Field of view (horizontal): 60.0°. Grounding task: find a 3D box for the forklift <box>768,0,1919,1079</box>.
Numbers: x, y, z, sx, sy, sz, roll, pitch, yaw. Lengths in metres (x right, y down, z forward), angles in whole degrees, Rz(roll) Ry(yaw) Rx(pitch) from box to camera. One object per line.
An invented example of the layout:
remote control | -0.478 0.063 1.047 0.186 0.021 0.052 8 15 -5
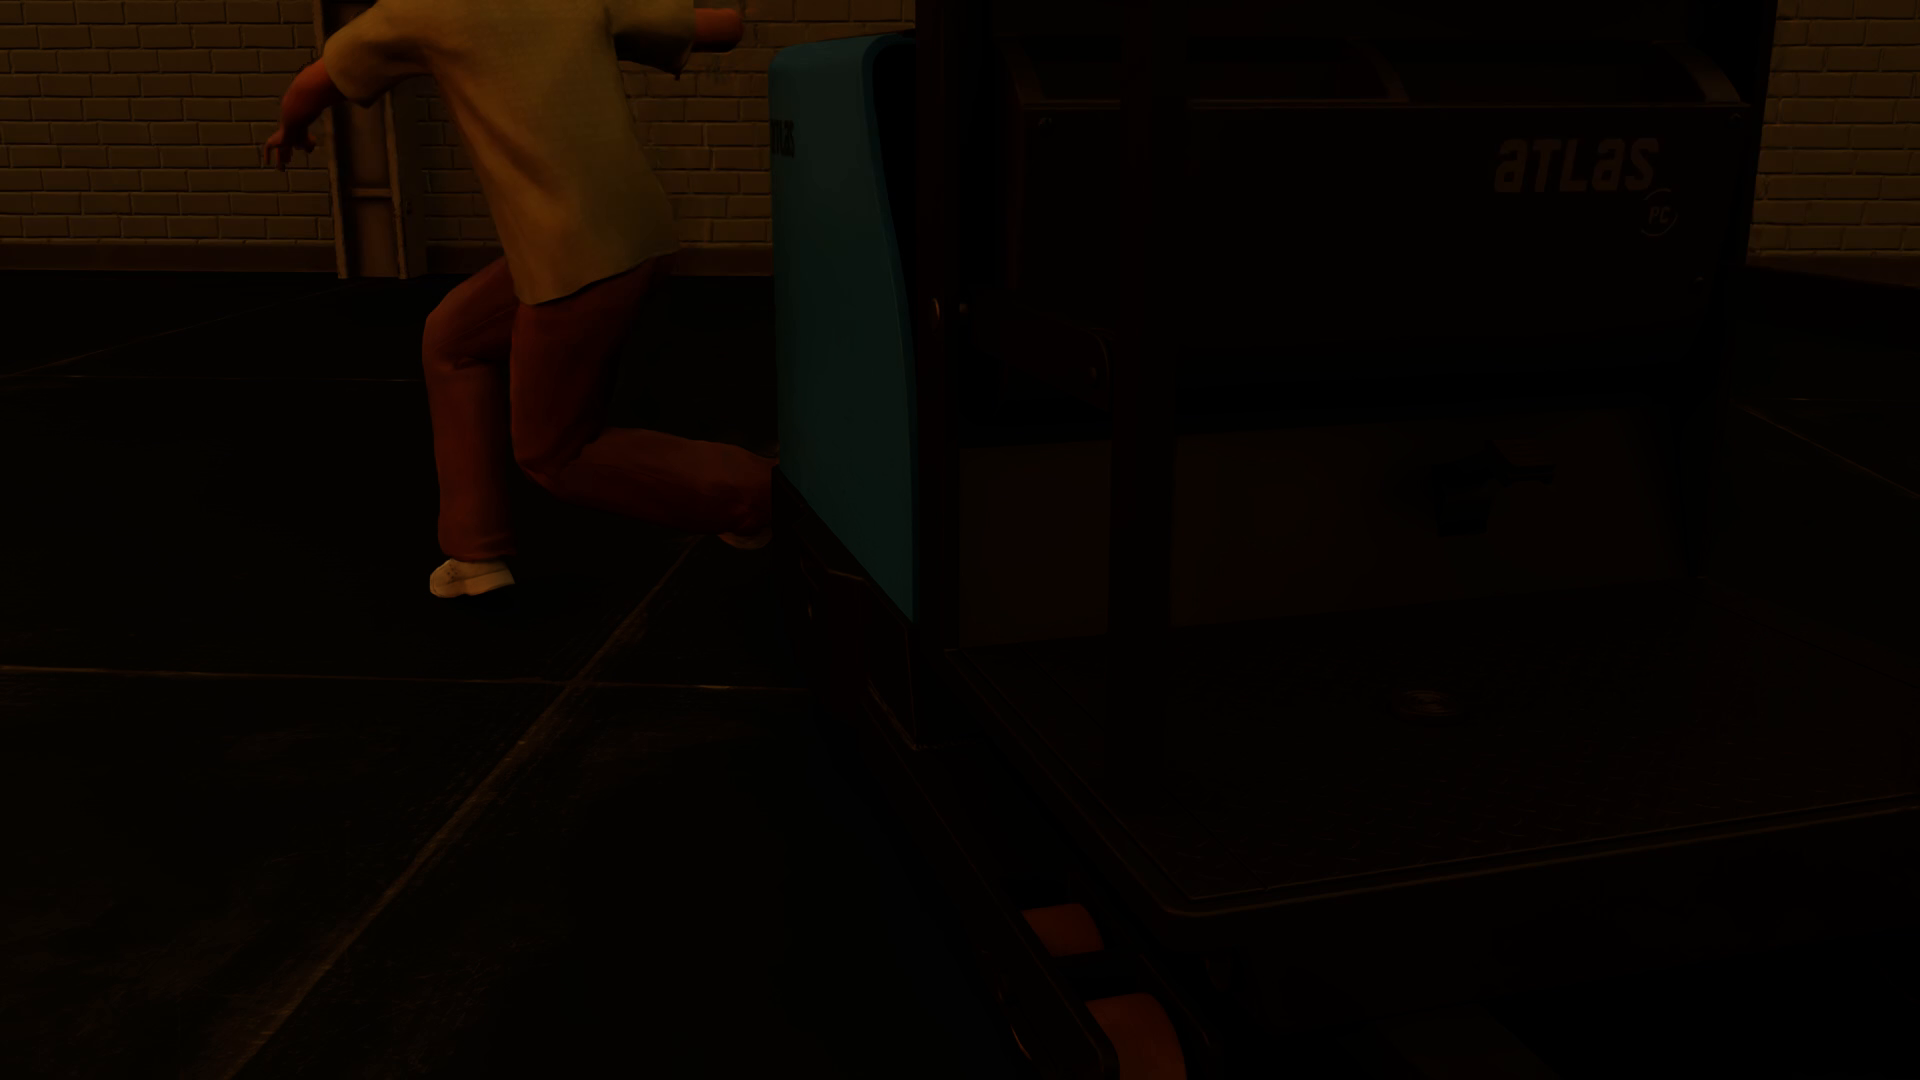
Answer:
forklift | 0.556 -0.926 1.634 1.130 2.935 3.031 -4 16 -16

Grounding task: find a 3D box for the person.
person | -0.817 -0.591 3.271 1.068 1.441 0.763 7 17 26
